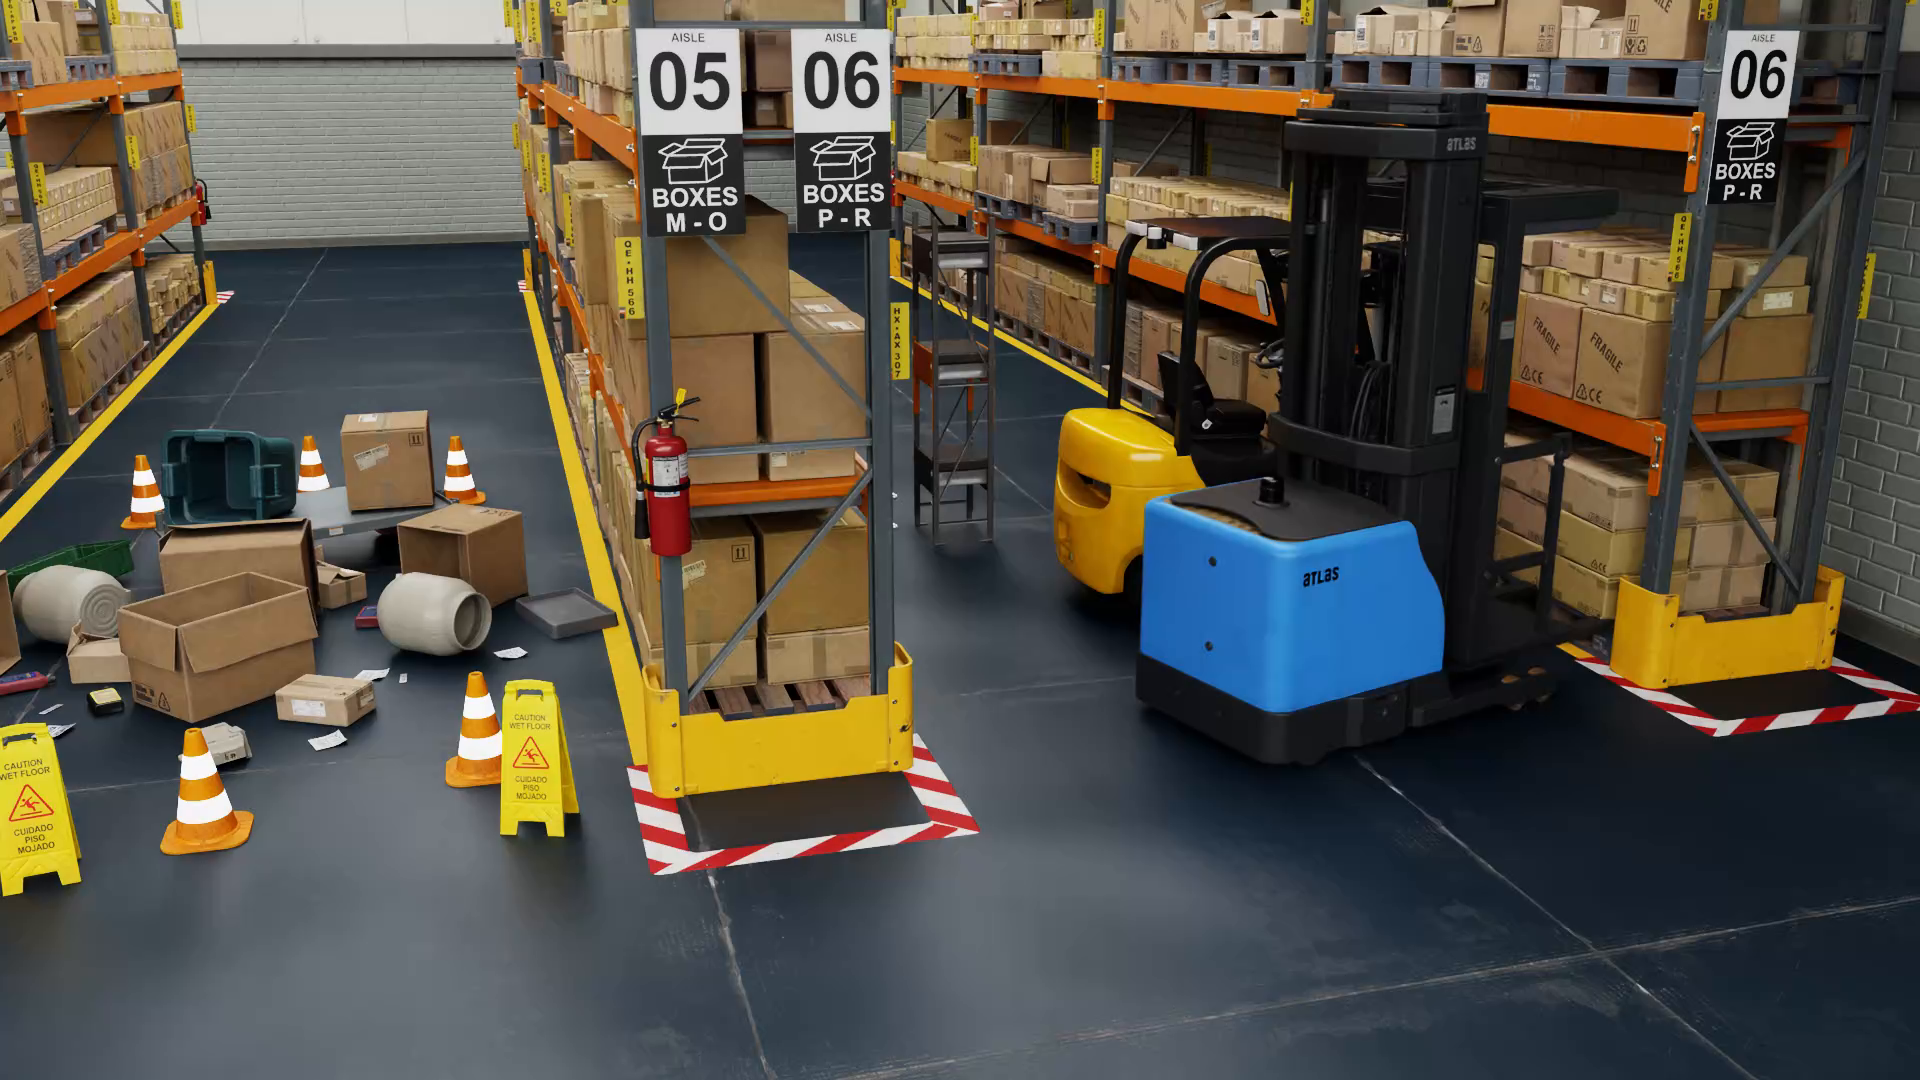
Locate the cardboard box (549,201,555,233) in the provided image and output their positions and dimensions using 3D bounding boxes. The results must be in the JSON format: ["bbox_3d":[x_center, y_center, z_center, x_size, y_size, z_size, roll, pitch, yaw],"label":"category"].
[{"bbox_3d":[-3.361,-2.877,14.709,0.500,0.250,0.500,-5,17,-15],"label":"cardboard box"}]

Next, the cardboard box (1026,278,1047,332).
[{"bbox_3d":[1.030,-2.519,17.740,0.500,0.500,0.500,-5,18,-17],"label":"cardboard box"}]

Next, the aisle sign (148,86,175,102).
[{"bbox_3d":[-9.646,-5.678,20.123,0.394,0.787,0.004,-5,17,-15],"label":"aisle sign"}]

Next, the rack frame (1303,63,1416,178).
[{"bbox_3d":[2.887,-1.883,12.006,1.000,3.000,0.127,-5,17,-15],"label":"rack frame"}]

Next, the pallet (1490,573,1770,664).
[{"bbox_3d":[3.736,0.351,9.417,1.003,0.211,1.213,-5,17,-15],"label":"pallet"}]

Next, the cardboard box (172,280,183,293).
[{"bbox_3d":[-9.143,-2.886,19.054,0.380,0.149,0.250,-4,17,-12],"label":"cardboard box"}]

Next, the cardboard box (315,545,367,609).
[{"bbox_3d":[-3.724,0.215,9.775,0.396,0.266,0.258,11,20,32],"label":"cardboard box"}]

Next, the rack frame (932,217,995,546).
[{"bbox_3d":[0.022,-0.984,10.578,0.400,2.100,0.015,-5,17,-15],"label":"rack frame"}]

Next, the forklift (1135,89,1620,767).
[{"bbox_3d":[2.376,-0.687,8.144,3.031,2.935,1.130,-10,20,-31],"label":"forklift"}]

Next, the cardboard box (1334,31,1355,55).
[{"bbox_3d":[2.718,-3.300,11.043,0.380,0.149,0.250,-4,17,-14],"label":"cardboard box"}]

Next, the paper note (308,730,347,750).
[{"bbox_3d":[-2.959,0.935,7.787,0.148,0.019,0.142,-12,20,-34],"label":"paper note"}]

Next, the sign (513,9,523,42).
[{"bbox_3d":[-4.616,-5.380,17.398,0.100,0.325,0.005,-5,17,-15],"label":"sign"}]

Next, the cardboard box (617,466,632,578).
[{"bbox_3d":[-1.535,-0.112,8.856,0.500,0.500,0.500,-5,17,-17],"label":"cardboard box"}]

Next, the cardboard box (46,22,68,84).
[{"bbox_3d":[-7.903,-4.116,14.051,0.500,0.500,0.500,-5,17,-15],"label":"cardboard box"}]

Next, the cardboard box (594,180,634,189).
[{"bbox_3d":[-1.510,-1.599,8.631,0.700,0.500,0.500,-5,17,-16],"label":"cardboard box"}]

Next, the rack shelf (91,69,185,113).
[{"bbox_3d":[-9.364,-4.928,18.181,1.077,0.370,4.000,-5,17,-15],"label":"rack shelf"}]

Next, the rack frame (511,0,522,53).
[{"bbox_3d":[-5.182,-7.682,20.883,1.000,3.000,0.127,-5,17,-15],"label":"rack frame"}]

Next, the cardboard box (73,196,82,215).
[{"bbox_3d":[-8.088,-2.980,14.848,0.380,0.149,0.250,-4,17,-13],"label":"cardboard box"}]

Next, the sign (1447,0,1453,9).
[{"bbox_3d":[3.420,-3.649,11.636,0.100,0.325,0.005,-5,17,-15],"label":"sign"}]

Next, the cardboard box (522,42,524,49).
[{"bbox_3d":[-4.639,-5.492,18.340,0.380,0.149,0.250,-4,17,-14],"label":"cardboard box"}]

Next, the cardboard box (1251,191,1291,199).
[{"bbox_3d":[2.623,-2.781,13.695,0.380,0.149,0.250,-5,17,-15],"label":"cardboard box"}]

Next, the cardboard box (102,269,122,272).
[{"bbox_3d":[-9.716,-2.976,18.836,0.380,0.149,0.250,-4,17,-14],"label":"cardboard box"}]

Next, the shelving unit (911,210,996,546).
[{"bbox_3d":[-0.045,-1.051,10.802,0.431,2.100,0.503,-5,17,-15],"label":"shelving unit"}]

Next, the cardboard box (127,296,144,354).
[{"bbox_3d":[-8.369,-2.102,16.351,0.500,0.500,0.500,-5,17,-16],"label":"cardboard box"}]

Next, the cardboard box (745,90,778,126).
[{"bbox_3d":[-0.722,-1.882,7.227,0.380,0.149,0.250,-5,18,-17],"label":"cardboard box"}]

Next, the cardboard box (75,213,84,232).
[{"bbox_3d":[-8.081,-2.836,14.885,0.380,0.149,0.250,-5,18,-17],"label":"cardboard box"}]

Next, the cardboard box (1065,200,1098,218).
[{"bbox_3d":[1.238,-3.221,16.169,0.380,0.149,0.250,-4,17,-14],"label":"cardboard box"}]

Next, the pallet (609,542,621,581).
[{"bbox_3d":[-1.666,0.029,10.488,1.003,0.211,1.213,-5,17,-15],"label":"pallet"}]

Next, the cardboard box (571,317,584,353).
[{"bbox_3d":[-3.094,-1.977,15.283,0.875,0.875,0.875,-5,17,-16],"label":"cardboard box"}]

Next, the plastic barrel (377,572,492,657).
[{"bbox_3d":[-2.809,0.399,8.887,0.512,0.421,0.421,7,18,23],"label":"plastic barrel"}]

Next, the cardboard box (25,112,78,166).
[{"bbox_3d":[-9.204,-4.061,16.828,0.500,0.500,0.500,-5,18,-17],"label":"cardboard box"}]

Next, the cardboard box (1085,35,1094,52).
[{"bbox_3d":[1.406,-4.697,15.729,0.380,0.149,0.250,-5,17,-17],"label":"cardboard box"}]

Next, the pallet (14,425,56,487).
[{"bbox_3d":[-7.571,-0.617,12.639,1.003,0.211,1.213,-5,17,-15],"label":"pallet"}]

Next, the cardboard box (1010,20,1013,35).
[{"bbox_3d":[0.742,-5.409,17.548,0.380,0.149,0.250,-4,17,-14],"label":"cardboard box"}]

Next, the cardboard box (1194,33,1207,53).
[{"bbox_3d":[2.081,-3.942,13.179,0.380,0.149,0.250,-5,17,-16],"label":"cardboard box"}]

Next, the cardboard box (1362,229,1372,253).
[{"bbox_3d":[2.893,-1.991,11.065,0.380,0.149,0.250,-5,17,-15],"label":"cardboard box"}]

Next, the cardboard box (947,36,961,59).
[{"bbox_3d":[0.162,-5.860,19.774,0.500,0.250,0.500,-5,18,-17],"label":"cardboard box"}]

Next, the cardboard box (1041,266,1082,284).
[{"bbox_3d":[1.071,-2.789,17.512,0.380,0.149,0.250,-6,18,-18],"label":"cardboard box"}]

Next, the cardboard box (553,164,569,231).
[{"bbox_3d":[-3.083,-2.845,13.787,0.500,0.500,0.500,-5,17,-17],"label":"cardboard box"}]

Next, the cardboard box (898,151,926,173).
[{"bbox_3d":[-0.545,-5.126,22.546,0.500,0.250,0.500,-5,17,-15],"label":"cardboard box"}]

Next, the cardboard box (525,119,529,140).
[{"bbox_3d":[-4.610,-4.479,18.736,0.500,0.500,0.500,-5,17,-16],"label":"cardboard box"}]

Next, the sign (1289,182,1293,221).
[{"bbox_3d":[2.368,-2.354,11.699,0.100,0.325,0.005,-5,17,-15],"label":"sign"}]

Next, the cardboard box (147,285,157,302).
[{"bbox_3d":[-8.729,-2.596,17.572,0.380,0.149,0.250,-4,17,-13],"label":"cardboard box"}]

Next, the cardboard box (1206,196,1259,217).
[{"bbox_3d":[2.200,-2.669,13.323,0.380,0.149,0.250,-5,17,-15],"label":"cardboard box"}]

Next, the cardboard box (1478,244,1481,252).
[{"bbox_3d":[3.258,-1.784,9.858,0.380,0.149,0.250,-4,17,-14],"label":"cardboard box"}]

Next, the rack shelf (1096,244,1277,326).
[{"bbox_3d":[2.337,-2.092,13.951,1.077,0.370,4.000,-5,17,-15],"label":"rack shelf"}]

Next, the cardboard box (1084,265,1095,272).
[{"bbox_3d":[1.537,-2.826,17.634,0.380,0.149,0.250,-5,17,-15],"label":"cardboard box"}]

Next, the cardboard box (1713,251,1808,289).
[{"bbox_3d":[4.099,-1.387,8.538,0.380,0.149,0.250,-5,17,-16],"label":"cardboard box"}]

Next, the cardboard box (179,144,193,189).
[{"bbox_3d":[-9.543,-4.476,19.947,0.500,0.500,0.500,-4,17,-14],"label":"cardboard box"}]

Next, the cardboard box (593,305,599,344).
[{"bbox_3d":[-1.871,-1.399,9.704,0.500,0.500,0.500,-5,17,-15],"label":"cardboard box"}]

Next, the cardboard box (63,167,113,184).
[{"bbox_3d":[-8.517,-3.553,16.239,0.380,0.149,0.250,-4,17,-13],"label":"cardboard box"}]

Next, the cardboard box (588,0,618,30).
[{"bbox_3d":[-1.616,-2.573,8.140,0.380,0.149,0.250,-4,17,-14],"label":"cardboard box"}]

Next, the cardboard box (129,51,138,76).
[{"bbox_3d":[-8.835,-4.934,17.212,0.500,0.250,0.500,-5,17,-16],"label":"cardboard box"}]

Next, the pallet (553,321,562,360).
[{"bbox_3d":[-3.799,-2.159,17.774,1.003,0.211,1.213,-5,17,-15],"label":"pallet"}]

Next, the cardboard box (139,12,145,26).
[{"bbox_3d":[-9.138,-5.688,18.160,0.380,0.149,0.250,-5,17,-17],"label":"cardboard box"}]

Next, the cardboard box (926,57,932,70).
[{"bbox_3d":[-0.219,-5.980,20.869,0.380,0.149,0.250,-5,17,-15],"label":"cardboard box"}]

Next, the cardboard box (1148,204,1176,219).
[{"bbox_3d":[1.938,-2.730,14.218,0.500,0.250,0.500,-5,17,-17],"label":"cardboard box"}]

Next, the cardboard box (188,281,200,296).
[{"bbox_3d":[-9.401,-3.033,20.060,0.380,0.149,0.250,-4,17,-14],"label":"cardboard box"}]

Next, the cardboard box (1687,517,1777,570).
[{"bbox_3d":[4.057,-0.047,9.074,0.500,0.250,0.500,-4,17,-14],"label":"cardboard box"}]

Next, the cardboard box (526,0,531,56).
[{"bbox_3d":[-3.747,-4.746,15.420,0.500,0.500,0.500,-5,17,-15],"label":"cardboard box"}]
